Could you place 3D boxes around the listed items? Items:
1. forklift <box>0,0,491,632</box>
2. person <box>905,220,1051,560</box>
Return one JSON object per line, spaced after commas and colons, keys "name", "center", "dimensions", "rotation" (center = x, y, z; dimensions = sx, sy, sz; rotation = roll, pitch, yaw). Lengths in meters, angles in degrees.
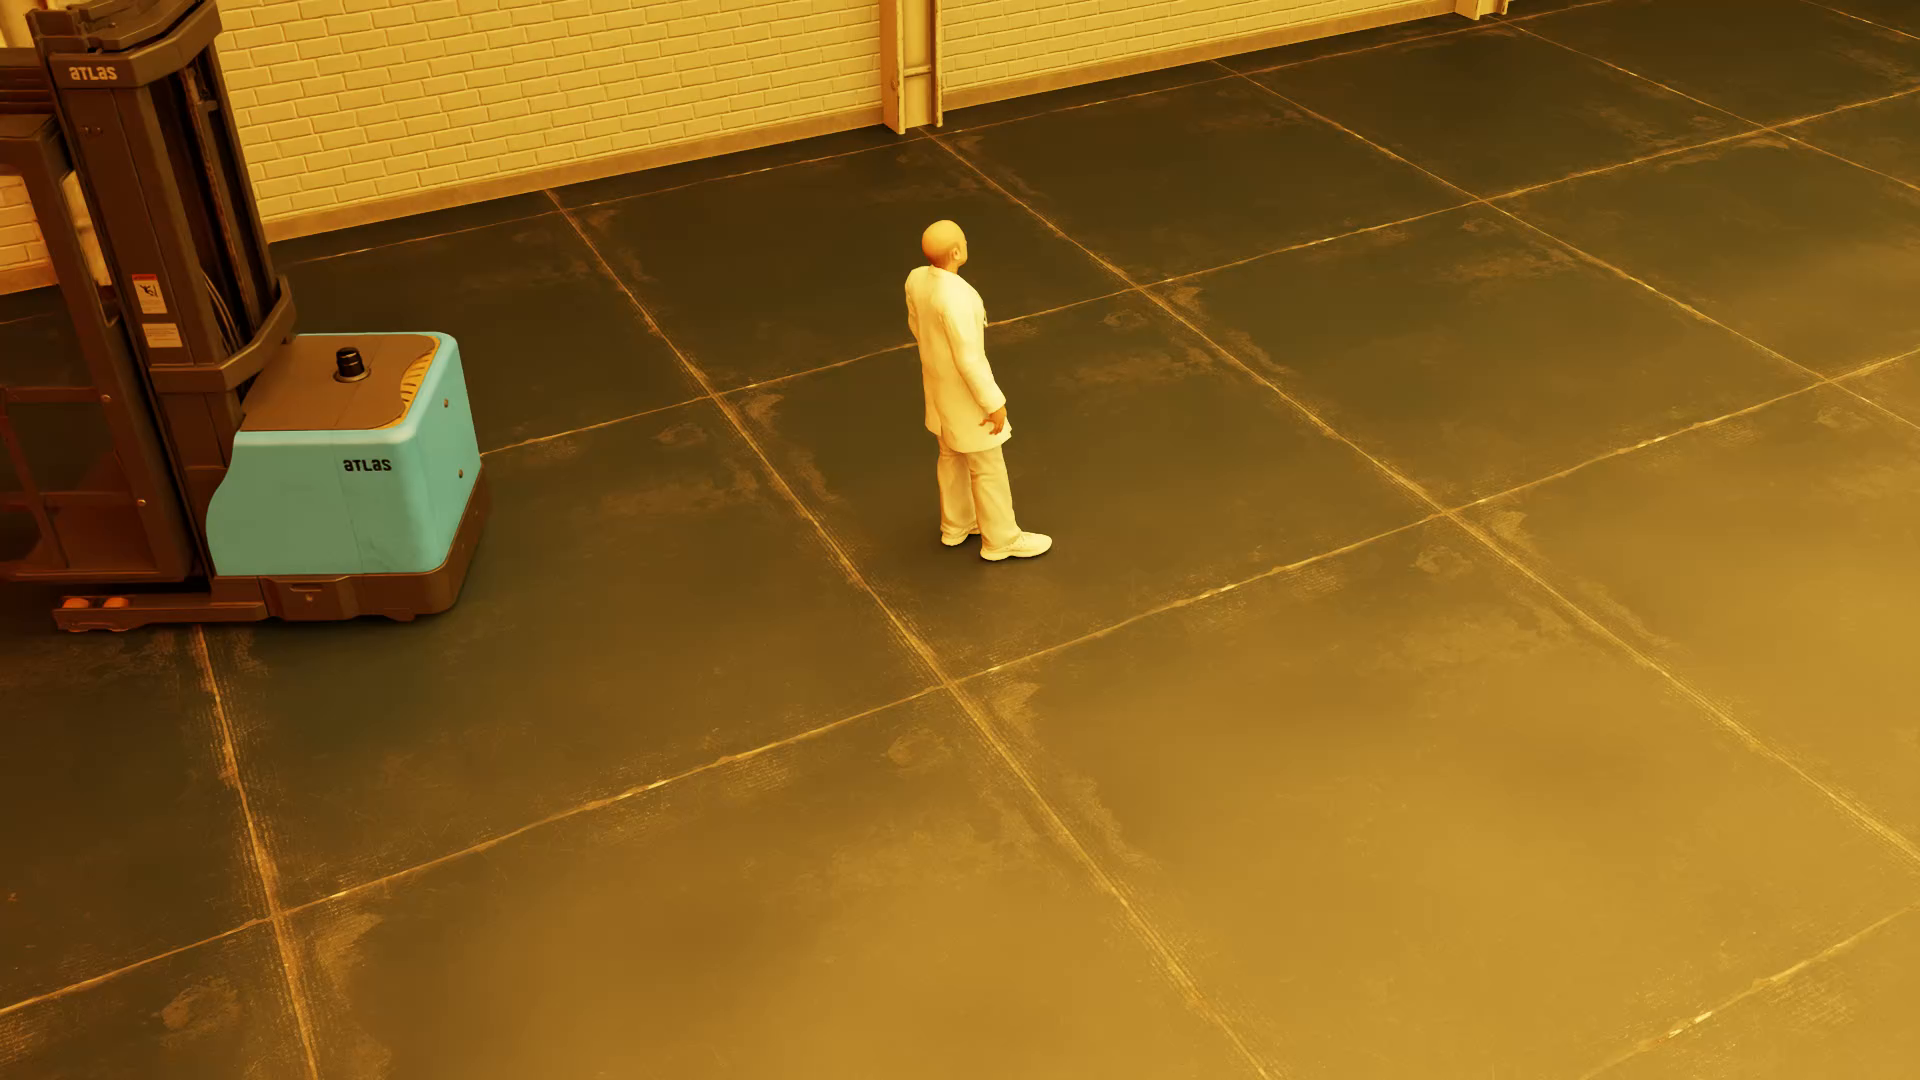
{"name": "forklift", "center": [-3.986, -1.061, 7.624], "dimensions": [3.031, 2.935, 1.130], "rotation": [-1, 35, -1]}
{"name": "person", "center": [0.083, -0.754, 8.178], "dimensions": [0.578, 1.777, 0.696], "rotation": [-17, 39, -23]}
